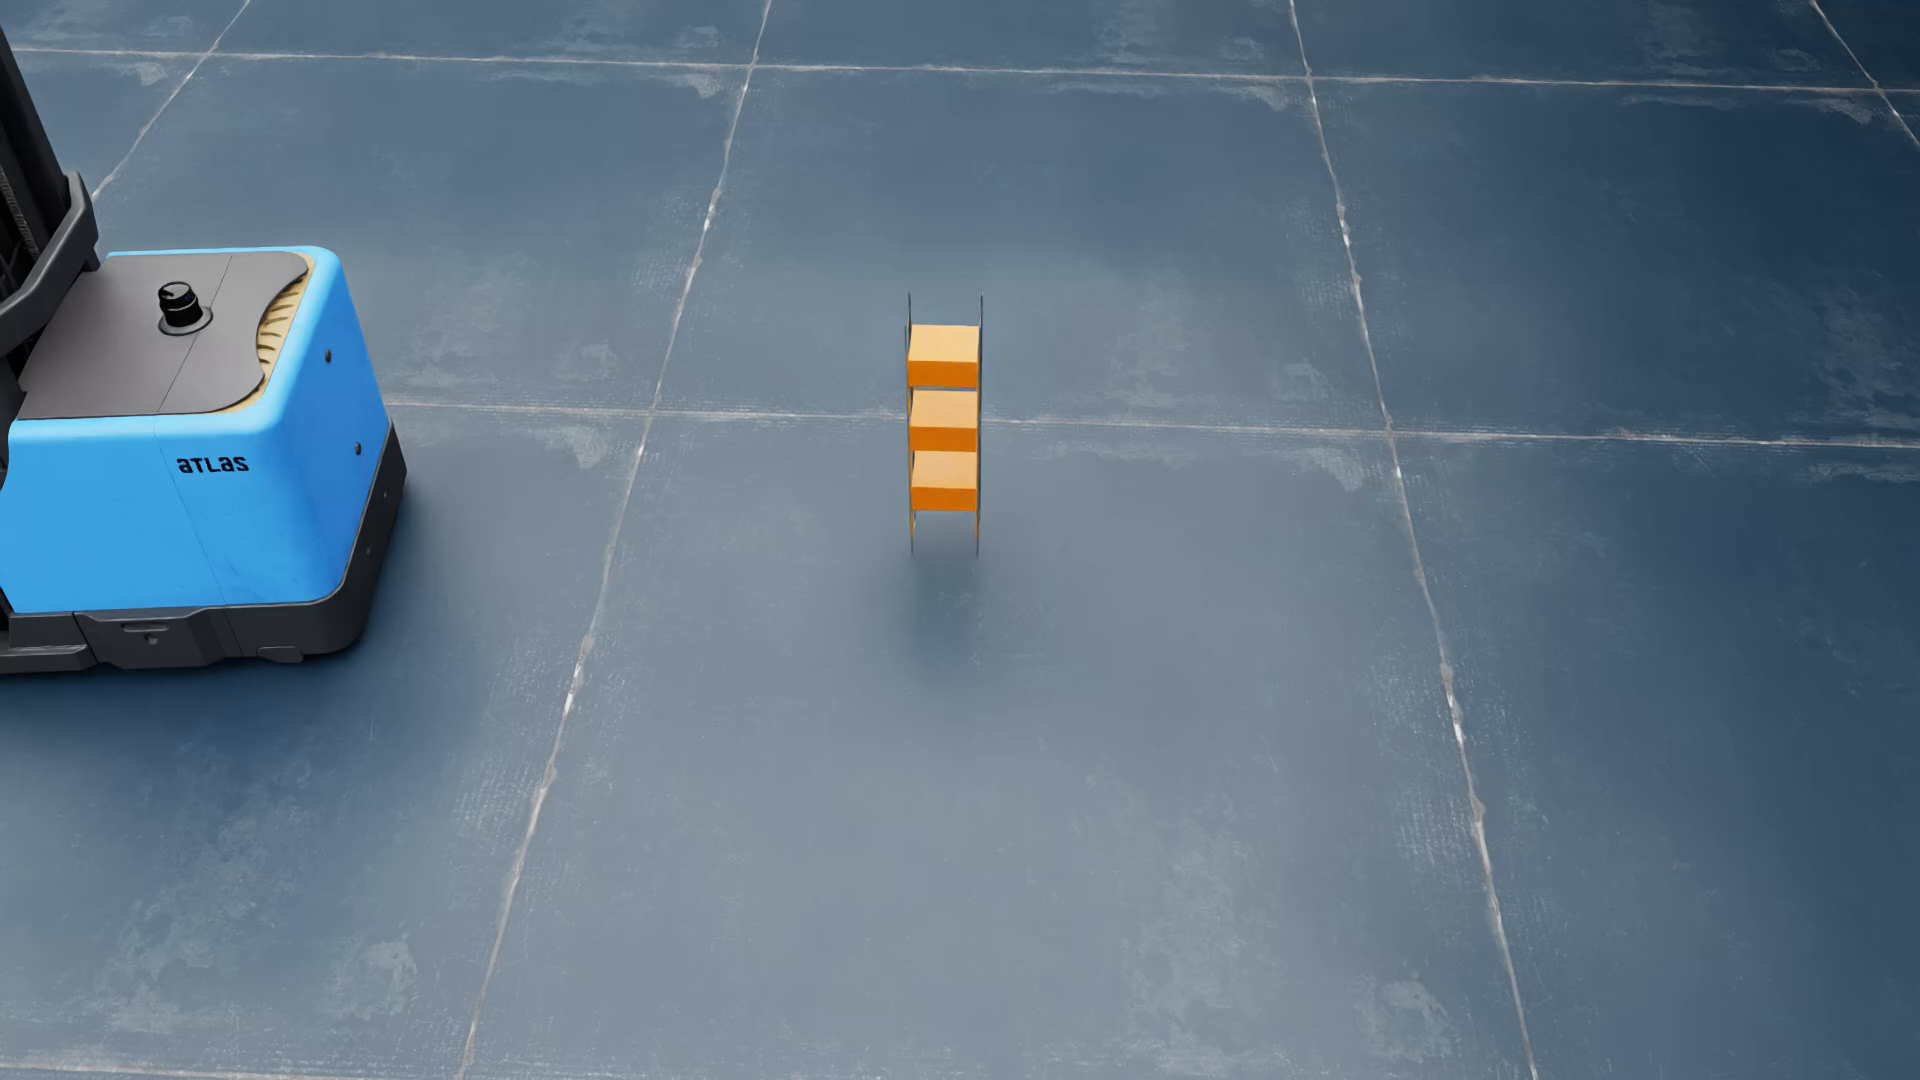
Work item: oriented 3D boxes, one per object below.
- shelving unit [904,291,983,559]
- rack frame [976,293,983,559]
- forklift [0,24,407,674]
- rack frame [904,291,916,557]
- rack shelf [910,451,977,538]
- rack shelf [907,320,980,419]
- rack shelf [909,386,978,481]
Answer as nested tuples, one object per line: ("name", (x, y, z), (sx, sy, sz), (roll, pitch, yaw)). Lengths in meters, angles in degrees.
("shelving unit", (-0.053, -0.386, 5.894), (0.252, 1.050, 0.215), (2, 43, 2))
("rack frame", (0.068, -0.382, 5.890), (0.008, 1.050, 0.200), (2, 43, 2))
("forklift", (-3.625, -0.931, 5.100), (3.031, 2.935, 1.130), (-2, 43, -2))
("rack frame", (-0.175, -0.390, 5.898), (0.008, 1.050, 0.200), (2, 43, 2))
("rack shelf", (-0.053, -0.175, 6.091), (0.240, 0.259, 0.215), (2, 43, 2))
("rack shelf", (-0.053, -0.586, 5.708), (0.240, 0.259, 0.215), (2, 43, 2))
("rack shelf", (-0.053, -0.378, 5.901), (0.240, 0.259, 0.215), (2, 43, 2))
